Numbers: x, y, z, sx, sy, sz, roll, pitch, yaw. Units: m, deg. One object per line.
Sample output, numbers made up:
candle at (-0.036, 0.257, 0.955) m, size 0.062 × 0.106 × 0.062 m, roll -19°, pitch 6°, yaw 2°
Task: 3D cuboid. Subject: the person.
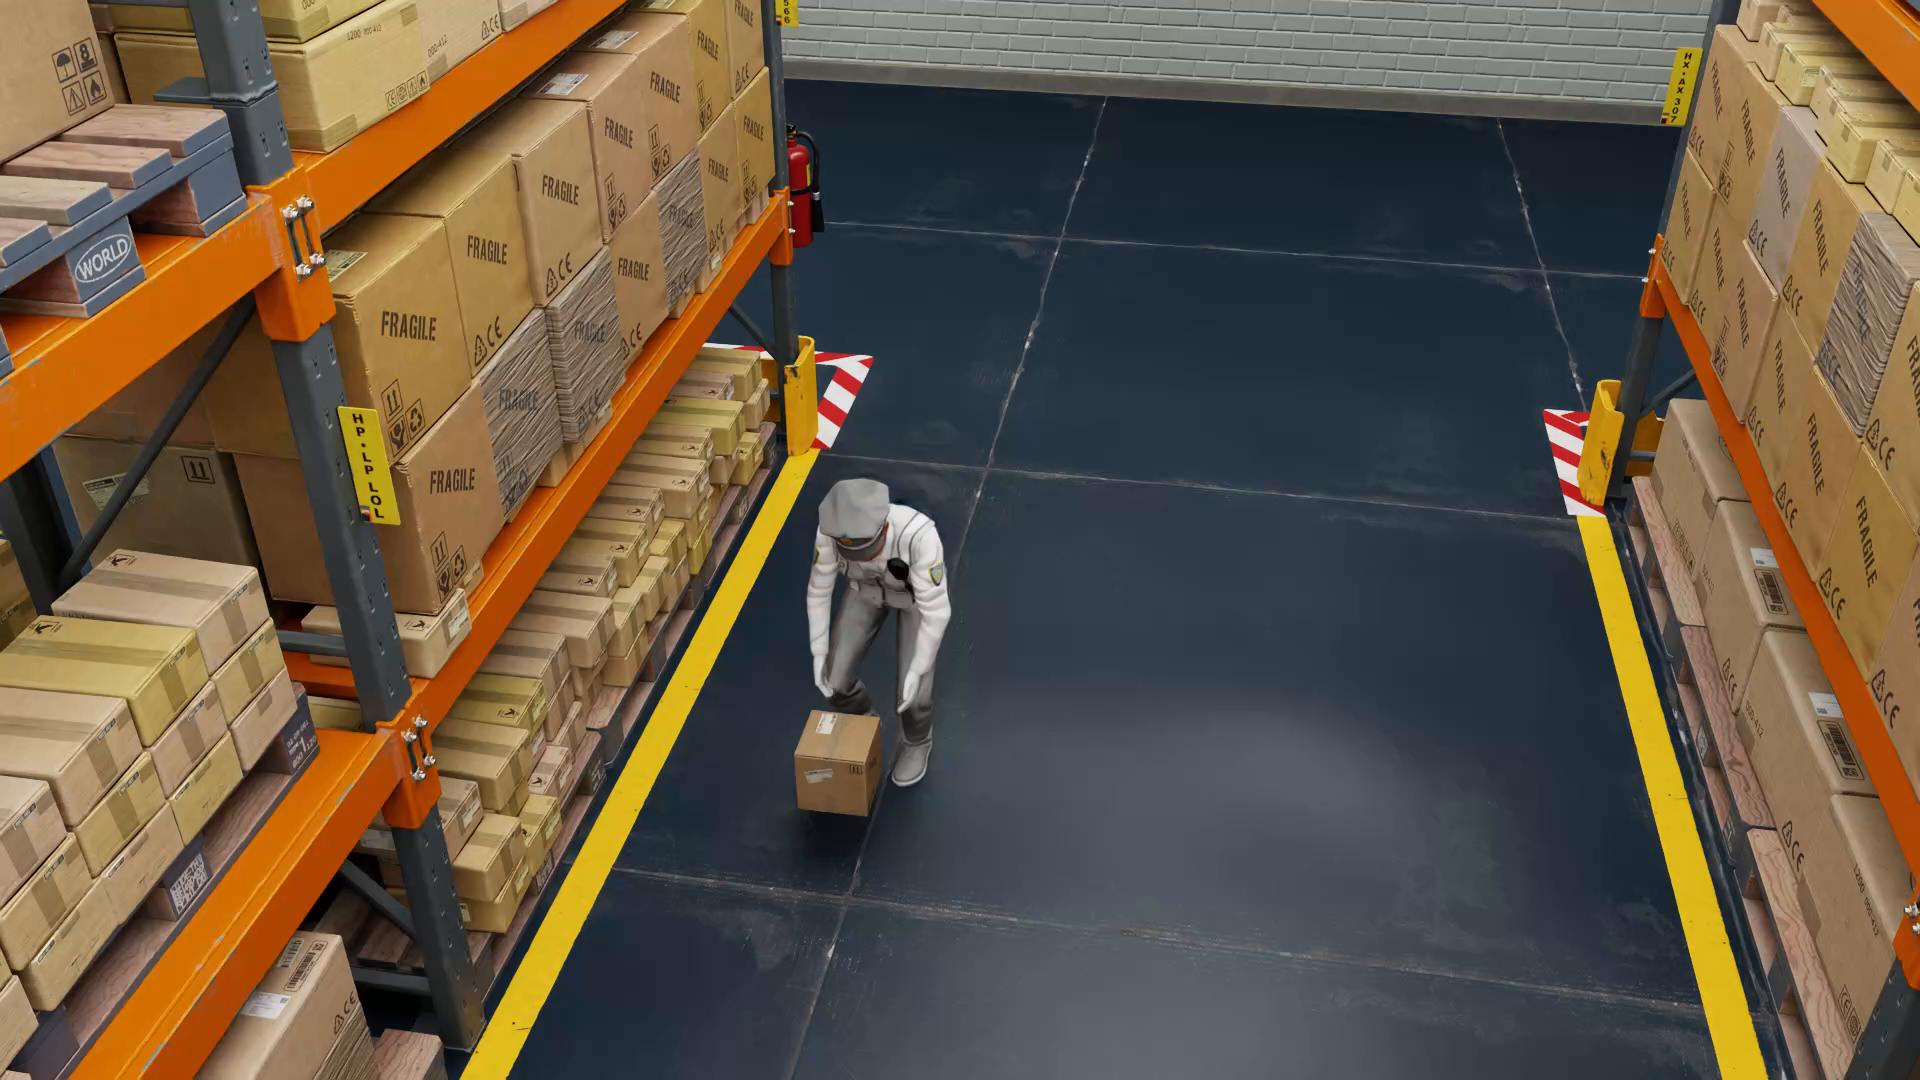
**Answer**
person at (-0.266, 0.295, 5.977) m, size 0.535 × 1.349 × 0.722 m, roll 11°, pitch 34°, yaw 16°
